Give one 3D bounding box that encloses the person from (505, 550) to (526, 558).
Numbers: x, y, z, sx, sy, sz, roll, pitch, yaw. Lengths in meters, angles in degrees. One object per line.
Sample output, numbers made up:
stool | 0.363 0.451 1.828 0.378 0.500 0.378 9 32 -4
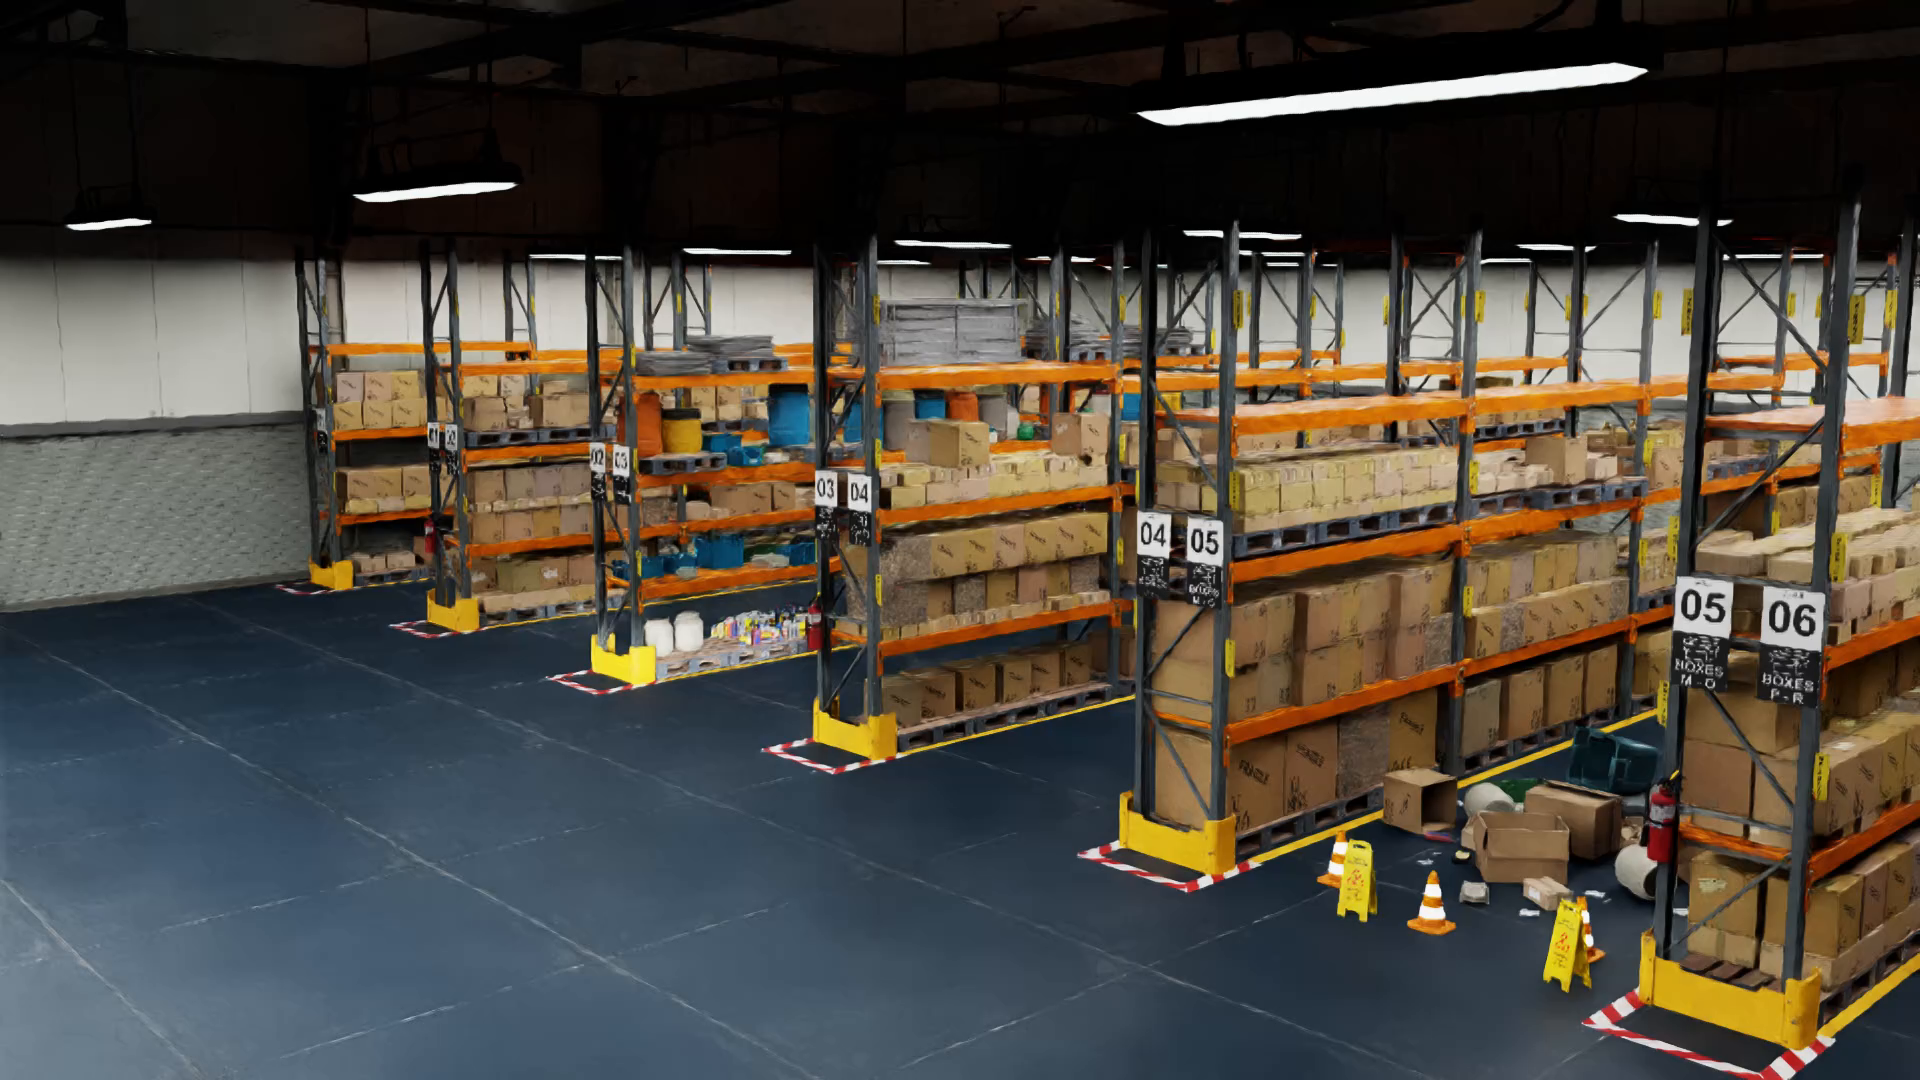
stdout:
person | -8.104 -0.121 30.406 0.463 1.673 0.578 3 9 20
